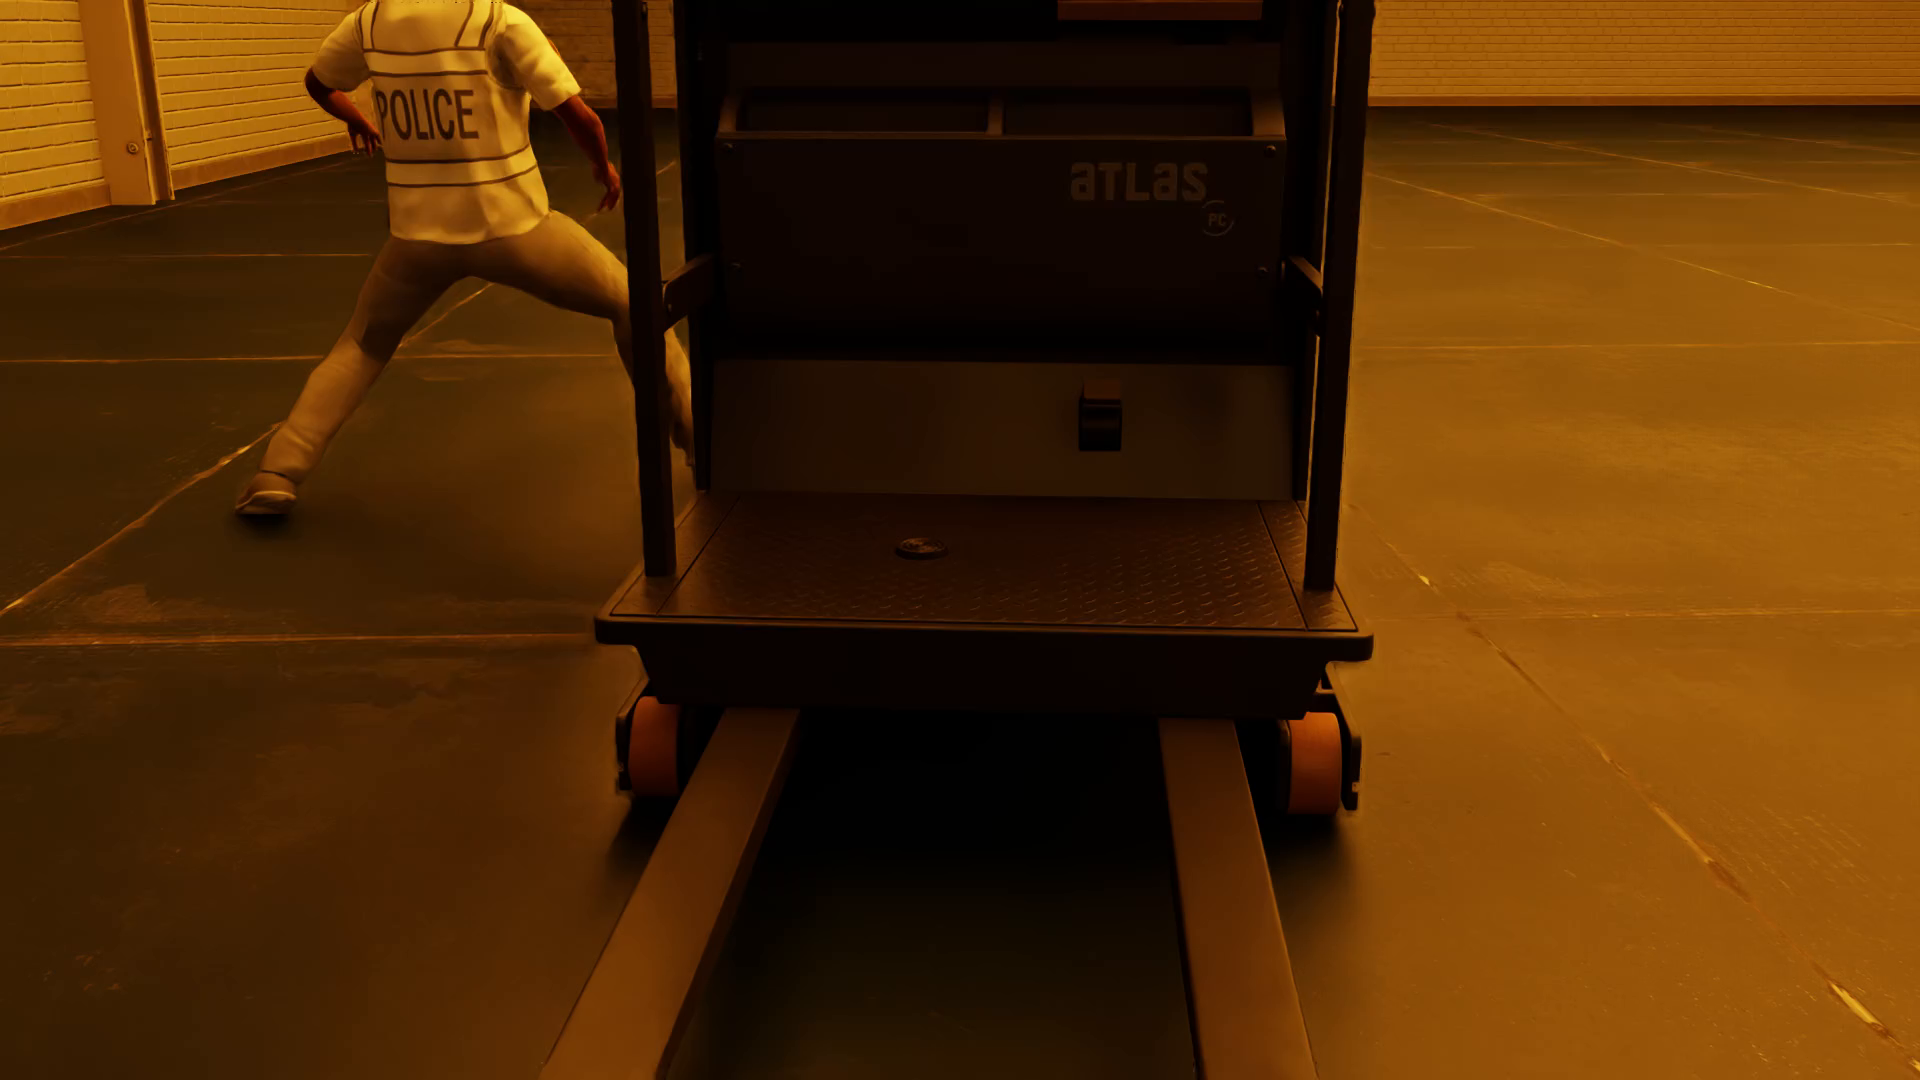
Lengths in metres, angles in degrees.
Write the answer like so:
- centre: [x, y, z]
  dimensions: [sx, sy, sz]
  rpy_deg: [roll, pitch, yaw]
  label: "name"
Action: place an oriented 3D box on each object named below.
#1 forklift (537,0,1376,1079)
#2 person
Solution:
- centre: [0.055, -1.076, 2.426]
  dimensions: [1.130, 2.935, 3.031]
  rpy_deg: [1, 17, 3]
  label: "forklift"
- centre: [-1.213, -0.832, 4.162]
  dimensions: [1.078, 1.484, 0.955]
  rpy_deg: [3, 17, 10]
  label: "person"
